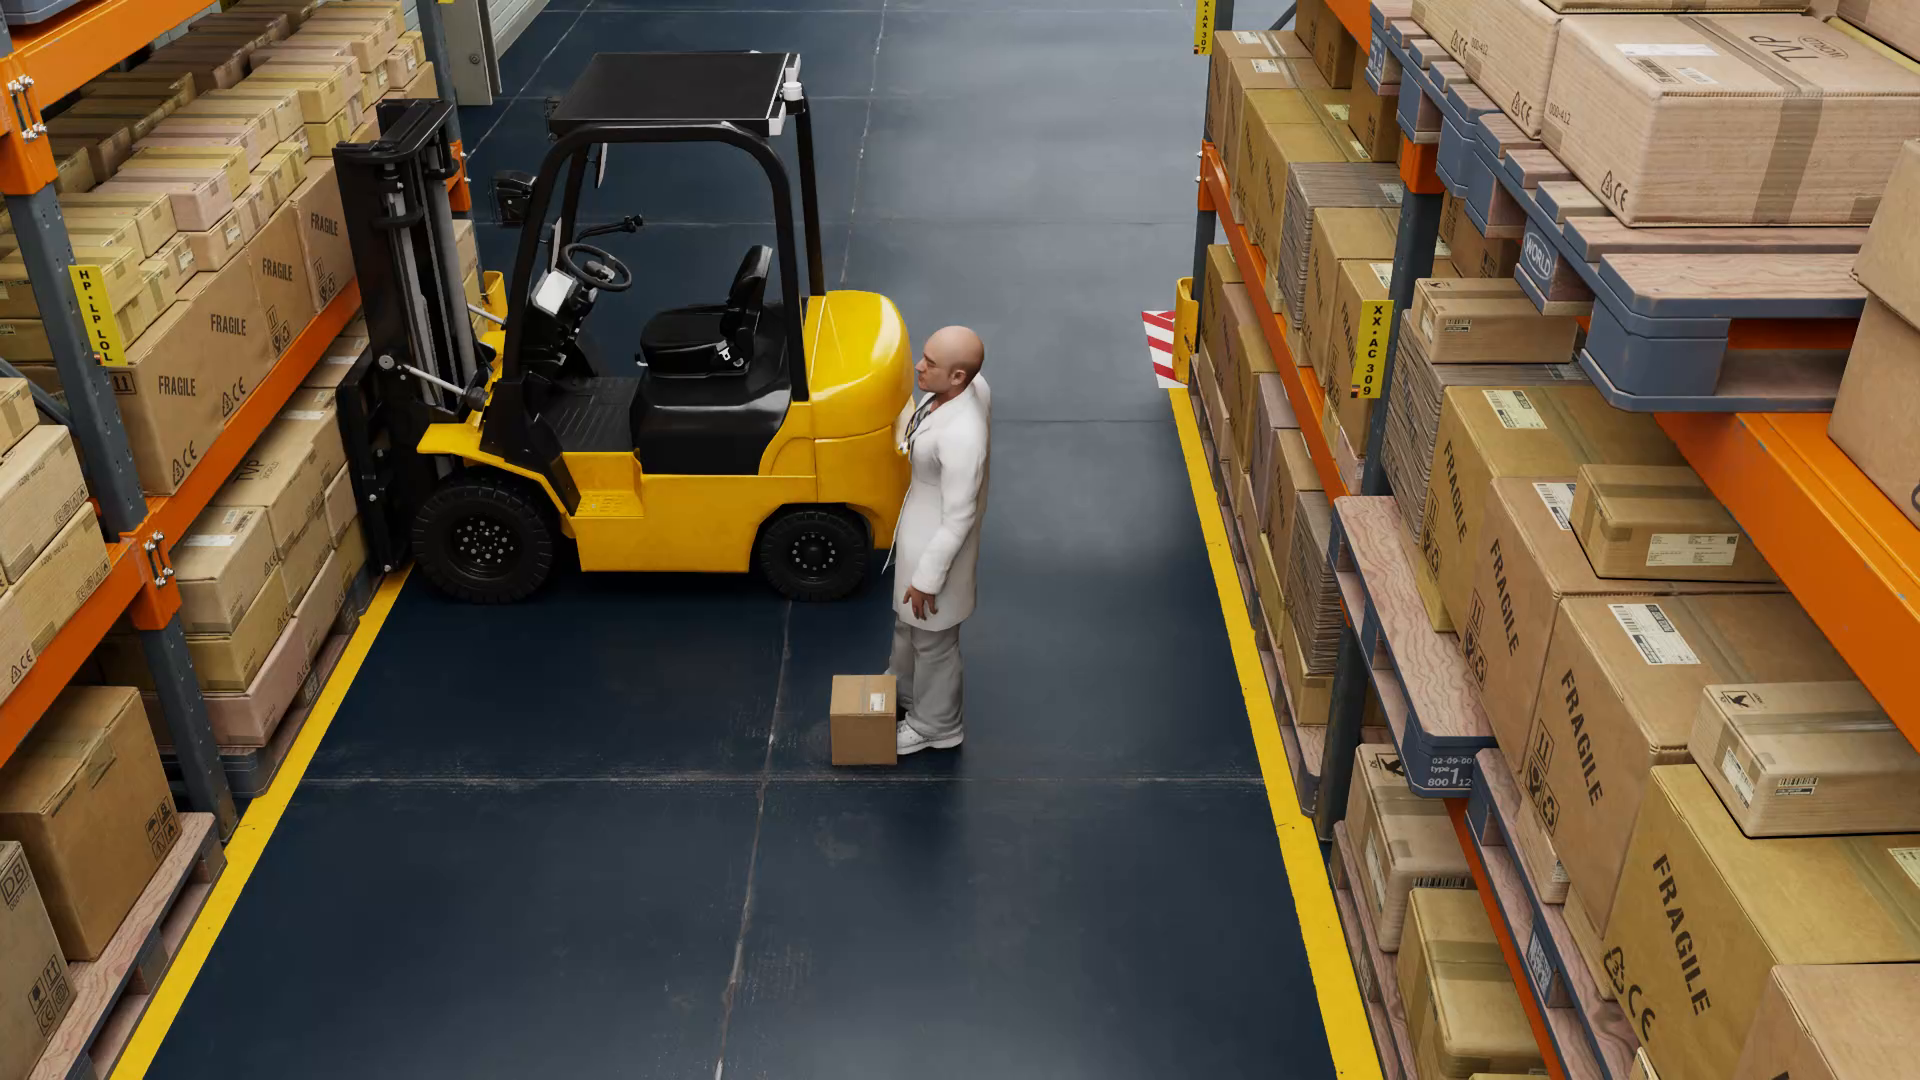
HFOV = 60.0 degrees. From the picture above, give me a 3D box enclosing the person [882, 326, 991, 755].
[{"bbox_3d":[-0.179,0.025,6.089,0.579,1.777,0.698,0,31,0],"label":"person"}]
